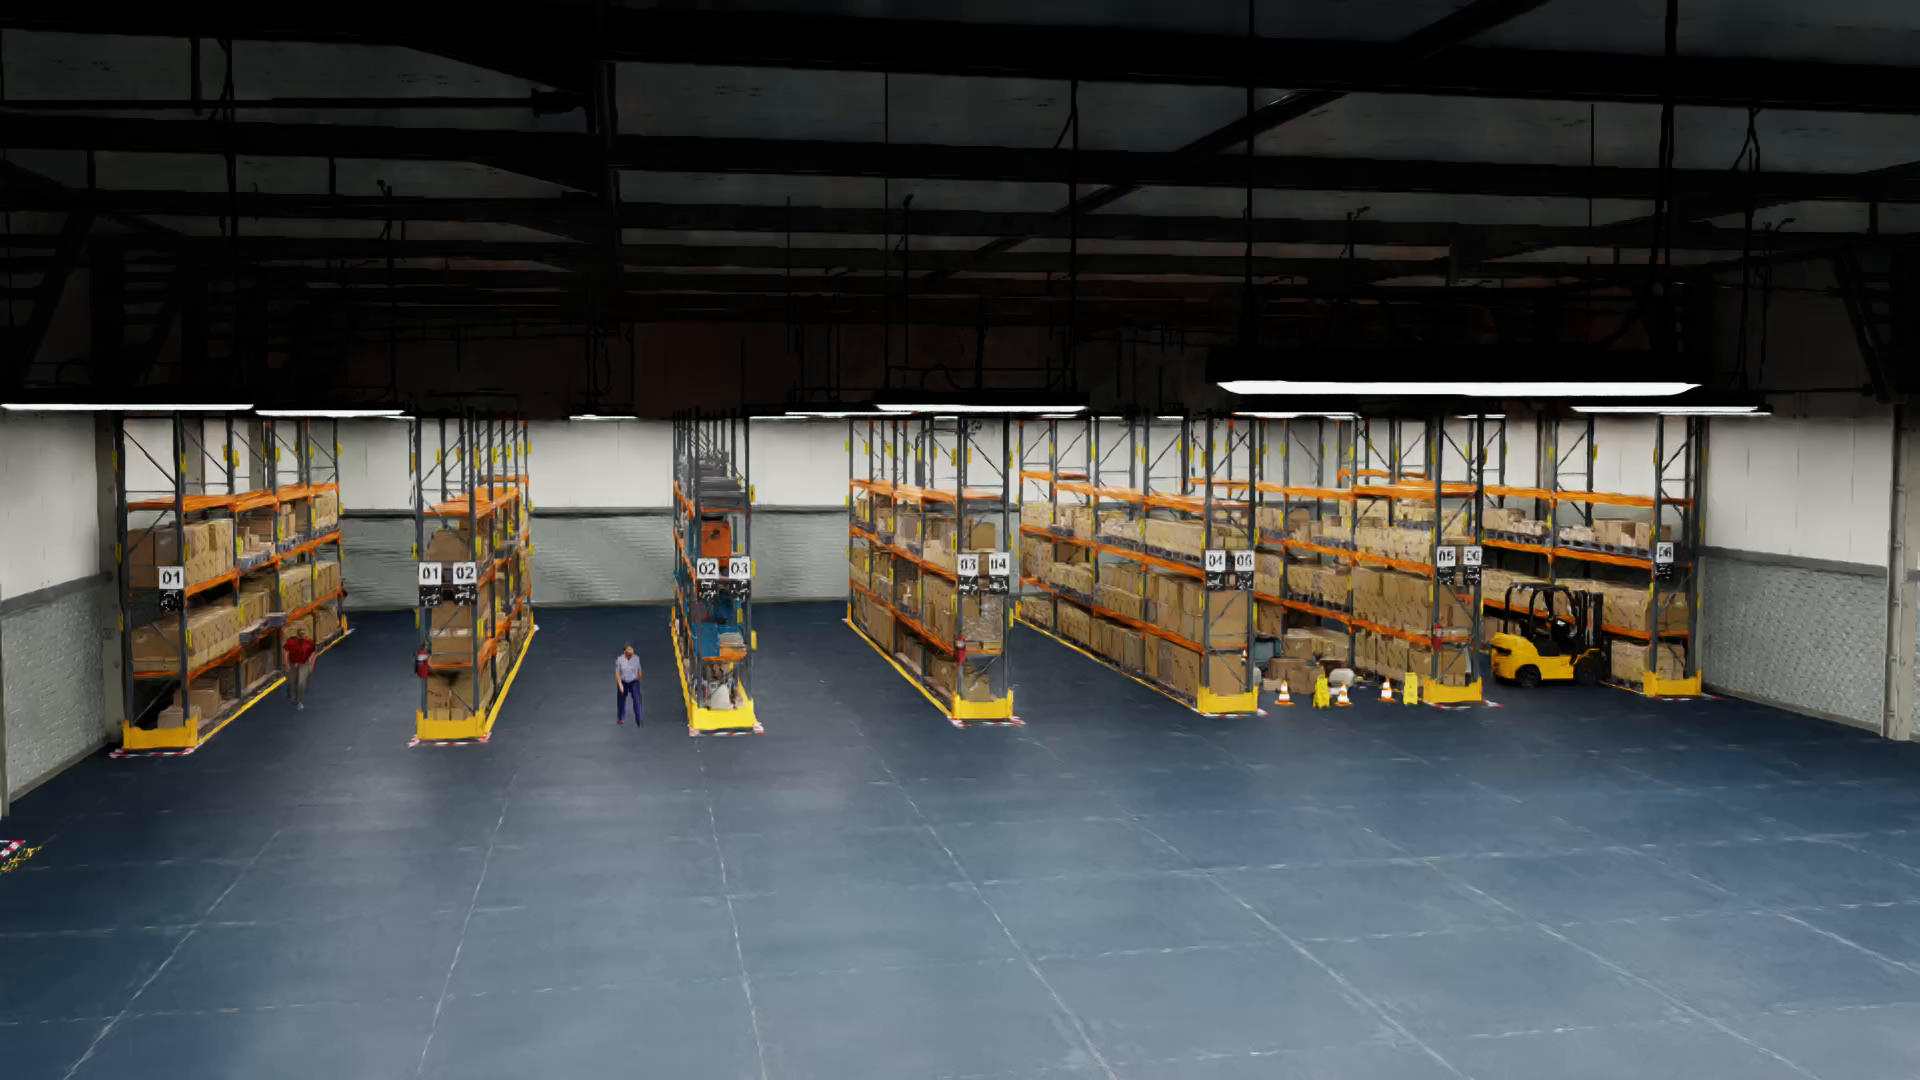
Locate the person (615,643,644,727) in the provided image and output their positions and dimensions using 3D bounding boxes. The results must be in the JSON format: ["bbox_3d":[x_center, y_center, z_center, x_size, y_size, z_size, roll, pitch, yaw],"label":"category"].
[{"bbox_3d":[-6.220,2.702,31.198,0.503,1.568,1.033,-1,4,-19],"label":"person"}]

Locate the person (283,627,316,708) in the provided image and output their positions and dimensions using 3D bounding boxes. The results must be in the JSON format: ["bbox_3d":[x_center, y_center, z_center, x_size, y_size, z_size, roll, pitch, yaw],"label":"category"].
[{"bbox_3d":[-13.303,2.535,33.521,0.618,1.641,0.812,-1,4,-19],"label":"person"}]

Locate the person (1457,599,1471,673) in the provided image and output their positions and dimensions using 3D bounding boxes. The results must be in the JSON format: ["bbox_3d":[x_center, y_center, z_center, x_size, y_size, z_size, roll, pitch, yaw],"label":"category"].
[{"bbox_3d":[11.401,2.177,37.896,0.529,1.671,0.544,2,4,20],"label":"person"}]
